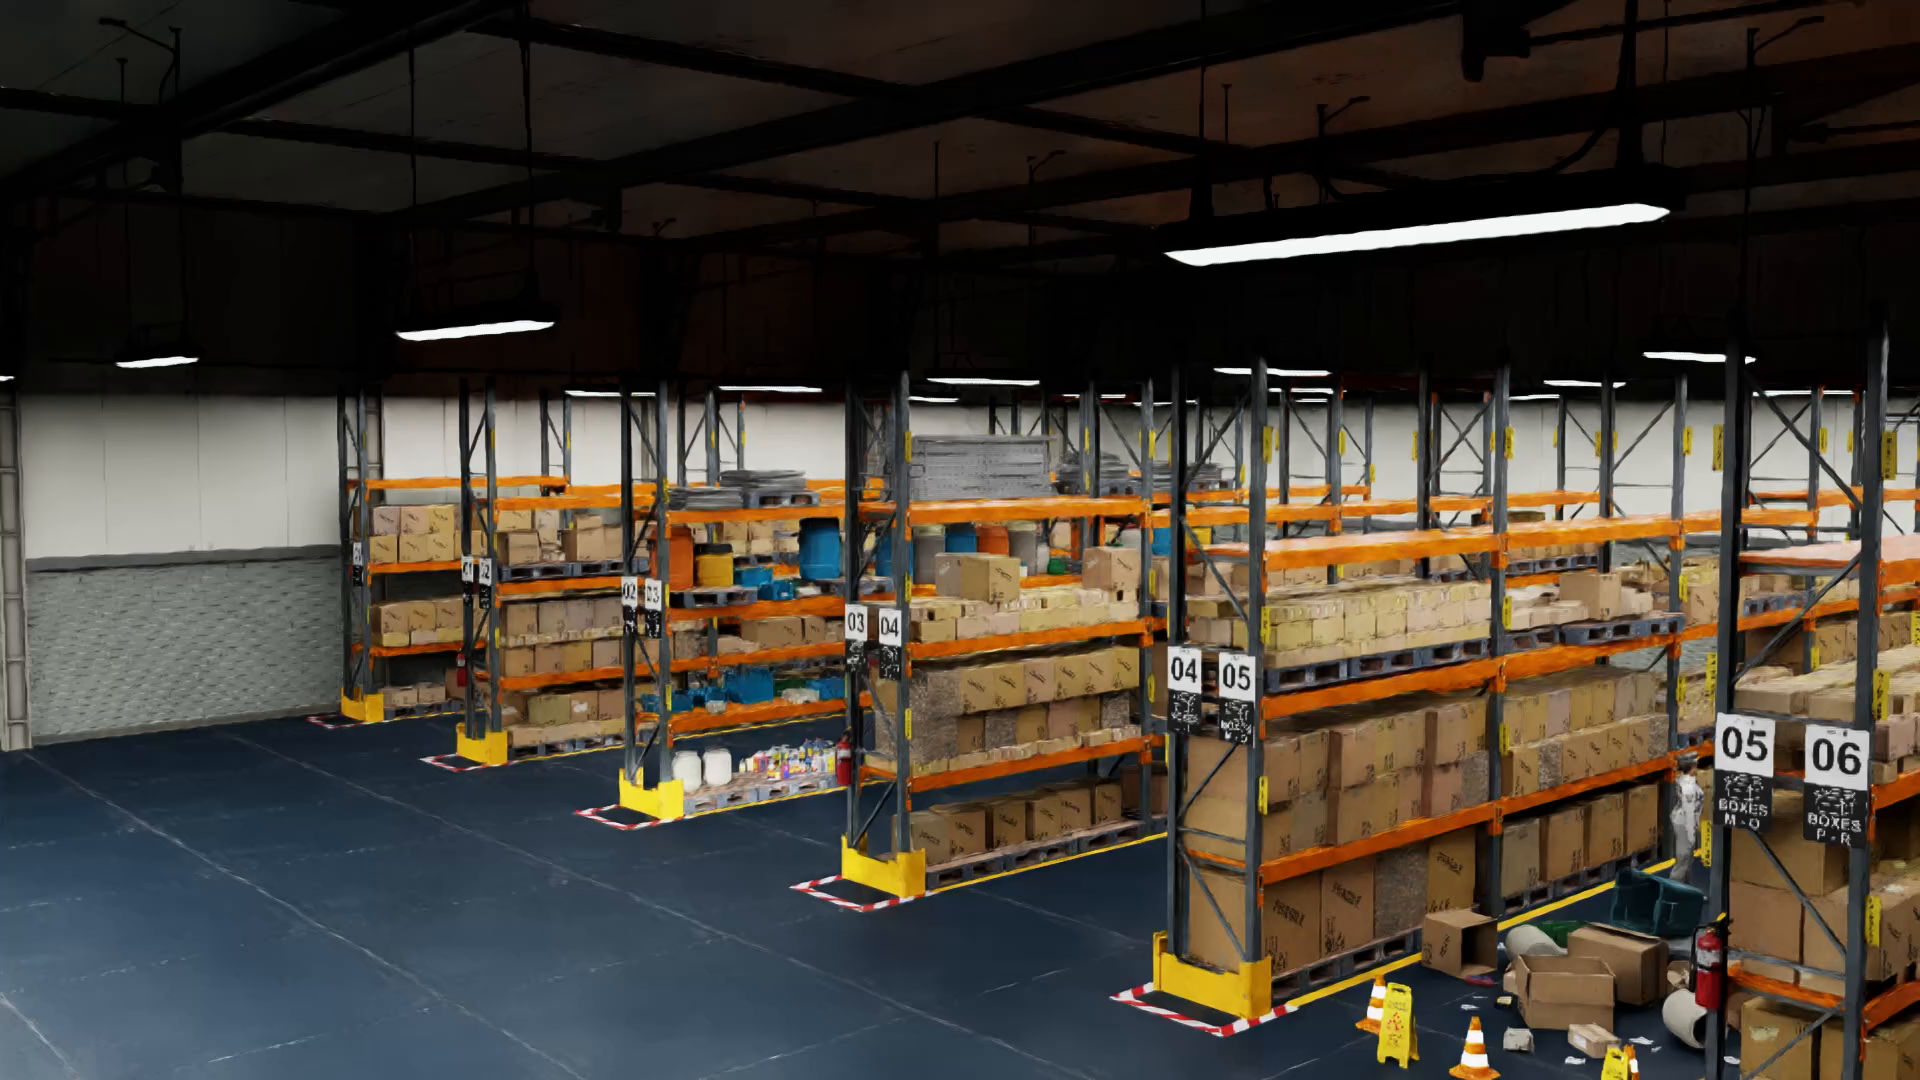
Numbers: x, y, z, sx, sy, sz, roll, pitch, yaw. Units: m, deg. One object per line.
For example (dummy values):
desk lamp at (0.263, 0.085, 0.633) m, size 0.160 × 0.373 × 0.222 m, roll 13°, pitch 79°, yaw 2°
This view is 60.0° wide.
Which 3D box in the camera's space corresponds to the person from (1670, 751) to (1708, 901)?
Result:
person at (7.924, 3.130, 18.051) m, size 0.415 × 1.677 × 0.537 m, roll 1°, pitch 4°, yaw 17°

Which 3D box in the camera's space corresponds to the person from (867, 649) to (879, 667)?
person at (-1.810, 2.012, 35.799) m, size 1.091 × 1.576 × 0.497 m, roll -4°, pitch 5°, yaw -44°
